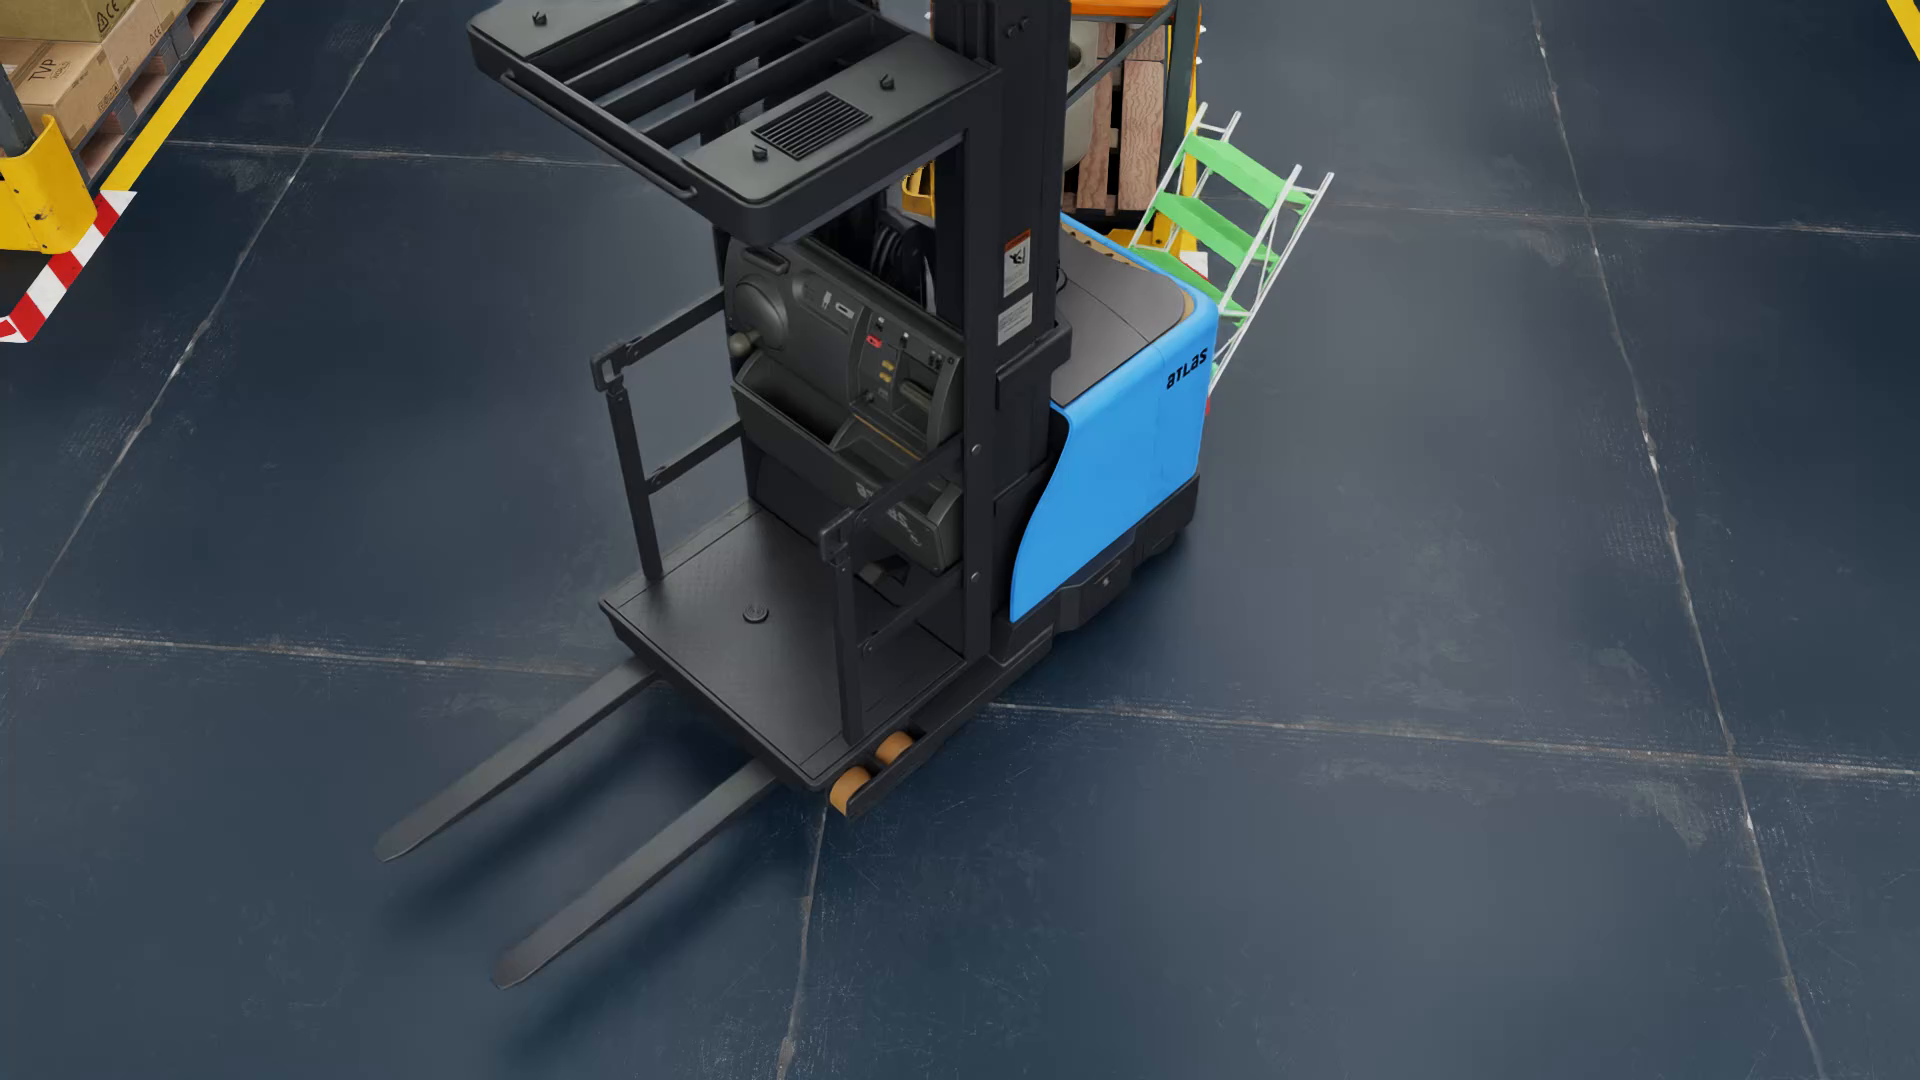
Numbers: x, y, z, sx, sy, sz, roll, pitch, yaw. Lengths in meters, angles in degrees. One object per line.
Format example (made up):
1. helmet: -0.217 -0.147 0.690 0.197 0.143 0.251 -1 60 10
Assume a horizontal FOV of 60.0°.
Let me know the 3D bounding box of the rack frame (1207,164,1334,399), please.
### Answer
1. rack frame: 1.031 -0.849 6.231 0.240 1.200 0.015 -3 38 -47

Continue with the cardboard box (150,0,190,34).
1. cardboard box: -4.176 -2.794 8.352 0.500 0.250 0.500 4 48 4

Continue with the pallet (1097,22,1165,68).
1. pallet: 0.551 -2.739 8.612 1.003 0.211 1.213 4 48 4

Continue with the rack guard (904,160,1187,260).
1. rack guard: 0.358 -1.346 7.142 1.175 0.500 0.348 4 48 4

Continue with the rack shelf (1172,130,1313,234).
1. rack shelf: 1.056 -1.328 6.184 0.258 0.148 0.480 -3 38 -47

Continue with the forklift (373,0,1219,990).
1. forklift: -0.505 -0.522 4.741 1.130 2.935 3.031 35 57 28

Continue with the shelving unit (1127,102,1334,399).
1. shelving unit: 0.884 -0.993 6.361 0.258 1.200 0.503 -3 38 -47

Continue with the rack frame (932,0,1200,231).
1. rack frame: 0.398 -2.130 6.166 1.000 3.000 0.127 4 48 4

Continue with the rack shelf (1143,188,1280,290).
1. rack shelf: 0.956 -1.135 6.286 0.258 0.148 0.480 -3 38 -47

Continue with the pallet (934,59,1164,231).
1. pallet: 0.437 -1.845 7.794 1.003 0.211 1.213 4 48 4

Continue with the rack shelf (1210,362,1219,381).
1. rack shelf: 0.758 -0.749 6.491 0.258 0.148 0.480 -3 38 -47

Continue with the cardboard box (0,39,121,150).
1. cardboard box: -4.264 -2.059 7.679 0.500 0.250 0.500 4 48 4

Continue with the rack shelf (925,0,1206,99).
1. rack shelf: 0.580 -3.357 7.775 1.077 0.370 4.000 4 48 4

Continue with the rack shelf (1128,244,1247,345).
1. rack shelf: 0.857 -0.942 6.389 0.258 0.148 0.480 -3 38 -47

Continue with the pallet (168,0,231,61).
1. pallet: -4.393 -2.984 8.836 1.003 0.211 1.213 4 48 4

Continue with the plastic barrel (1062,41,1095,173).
1. plastic barrel: 0.382 -1.921 7.376 0.421 0.512 0.421 0 48 0

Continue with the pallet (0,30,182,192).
1. pallet: -4.507 -2.090 8.018 1.003 0.211 1.213 4 48 4

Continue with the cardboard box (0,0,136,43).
1. cardboard box: -4.220 -2.680 7.739 0.500 0.500 0.500 4 48 4

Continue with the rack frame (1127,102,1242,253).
1. rack frame: 0.737 -1.138 6.492 0.240 1.200 0.015 -3 38 -47

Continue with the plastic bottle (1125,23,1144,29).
1. plastic bottle: 0.873 -2.669 8.209 0.097 0.271 0.097 0 48 0

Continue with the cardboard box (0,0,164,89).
1. cardboard box: -4.222 -2.427 8.015 0.500 0.250 0.500 4 48 4

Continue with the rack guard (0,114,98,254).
1. rack guard: -4.537 -1.605 7.379 1.175 0.500 0.348 4 48 4

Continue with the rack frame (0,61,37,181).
1. rack frame: -4.534 -2.466 6.473 1.000 3.000 0.127 4 48 4

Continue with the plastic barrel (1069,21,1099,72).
1. plastic barrel: 0.427 -2.289 7.713 0.421 0.512 0.421 0 48 0
